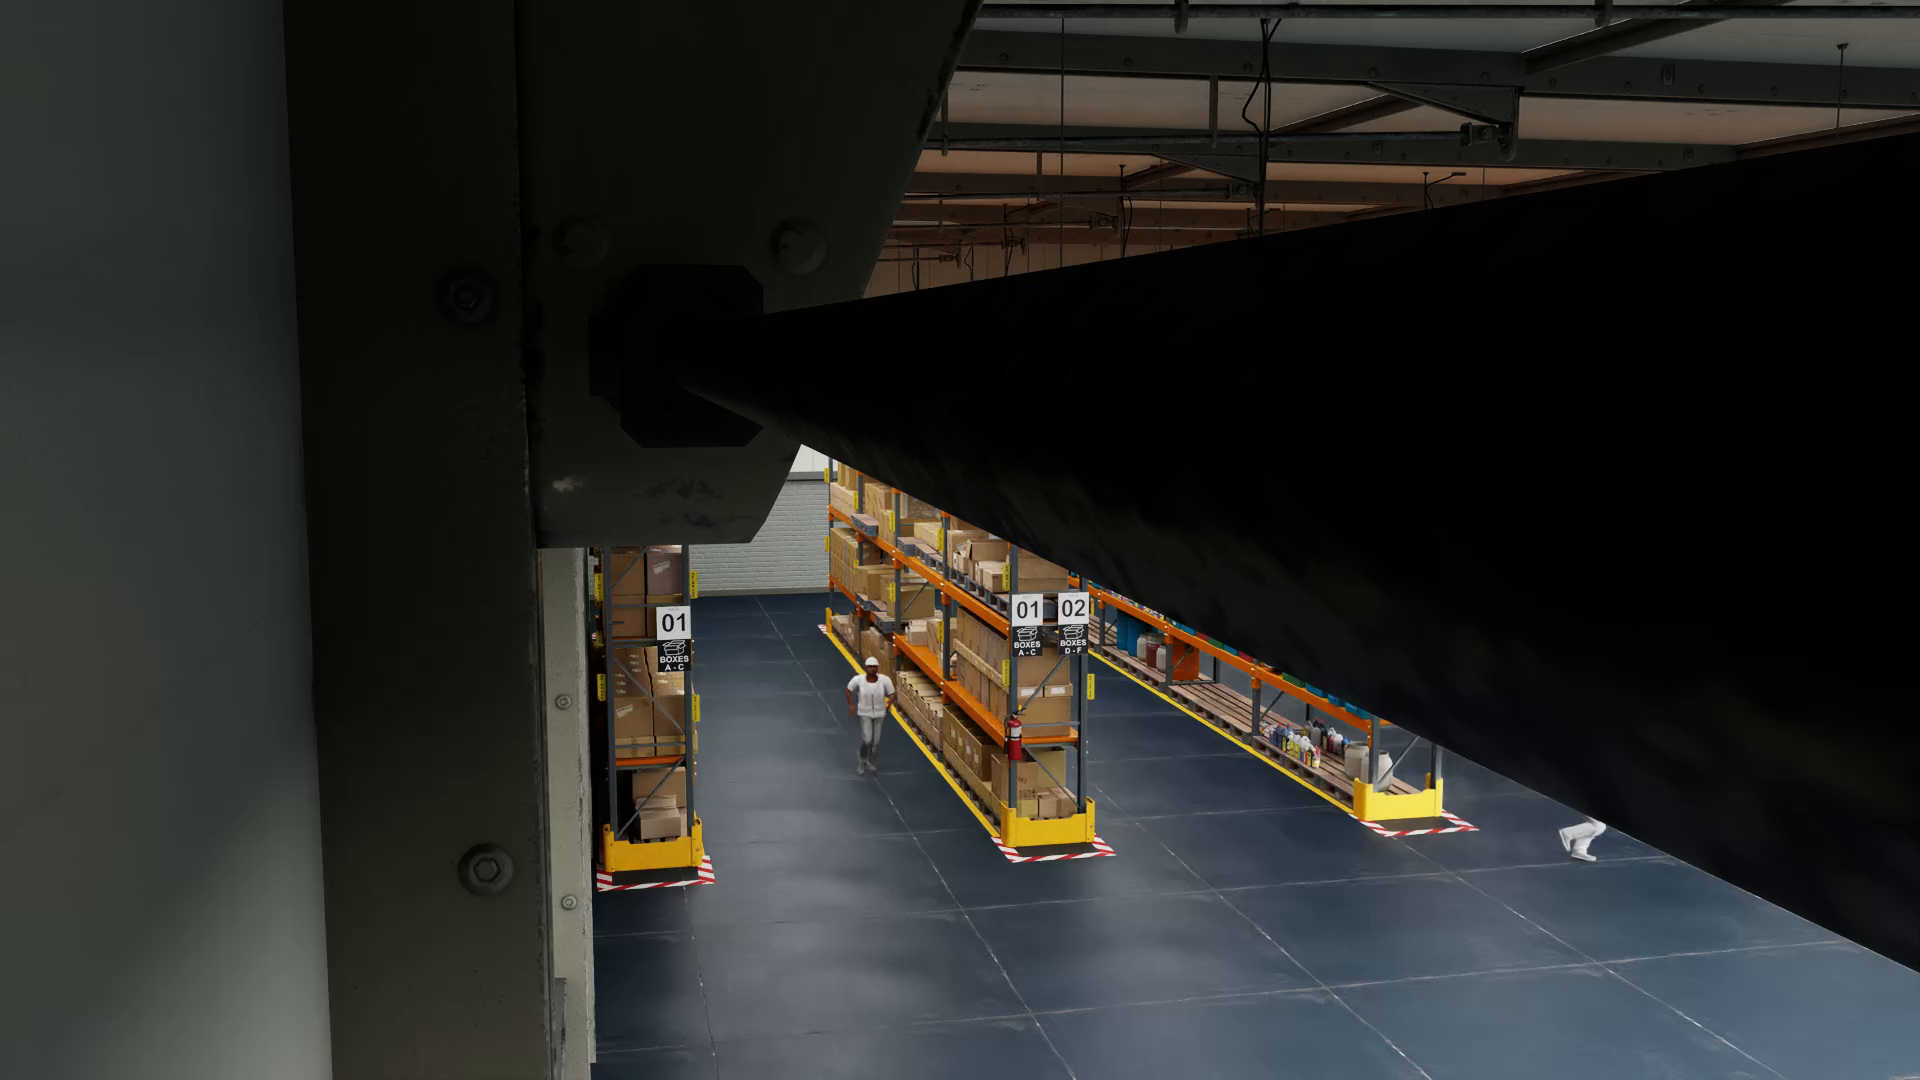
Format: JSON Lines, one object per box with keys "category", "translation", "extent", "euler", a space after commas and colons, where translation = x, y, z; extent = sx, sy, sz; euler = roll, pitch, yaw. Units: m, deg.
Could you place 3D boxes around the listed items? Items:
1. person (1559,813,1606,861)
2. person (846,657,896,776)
{"category": "person", "translation": [7.639, 3.134, 20.351], "extent": [0.580, 1.621, 0.600], "euler": [2, 7, 14]}
{"category": "person", "translation": [-1.269, 2.563, 24.148], "extent": [0.697, 1.750, 0.672], "euler": [-2, 7, -14]}
